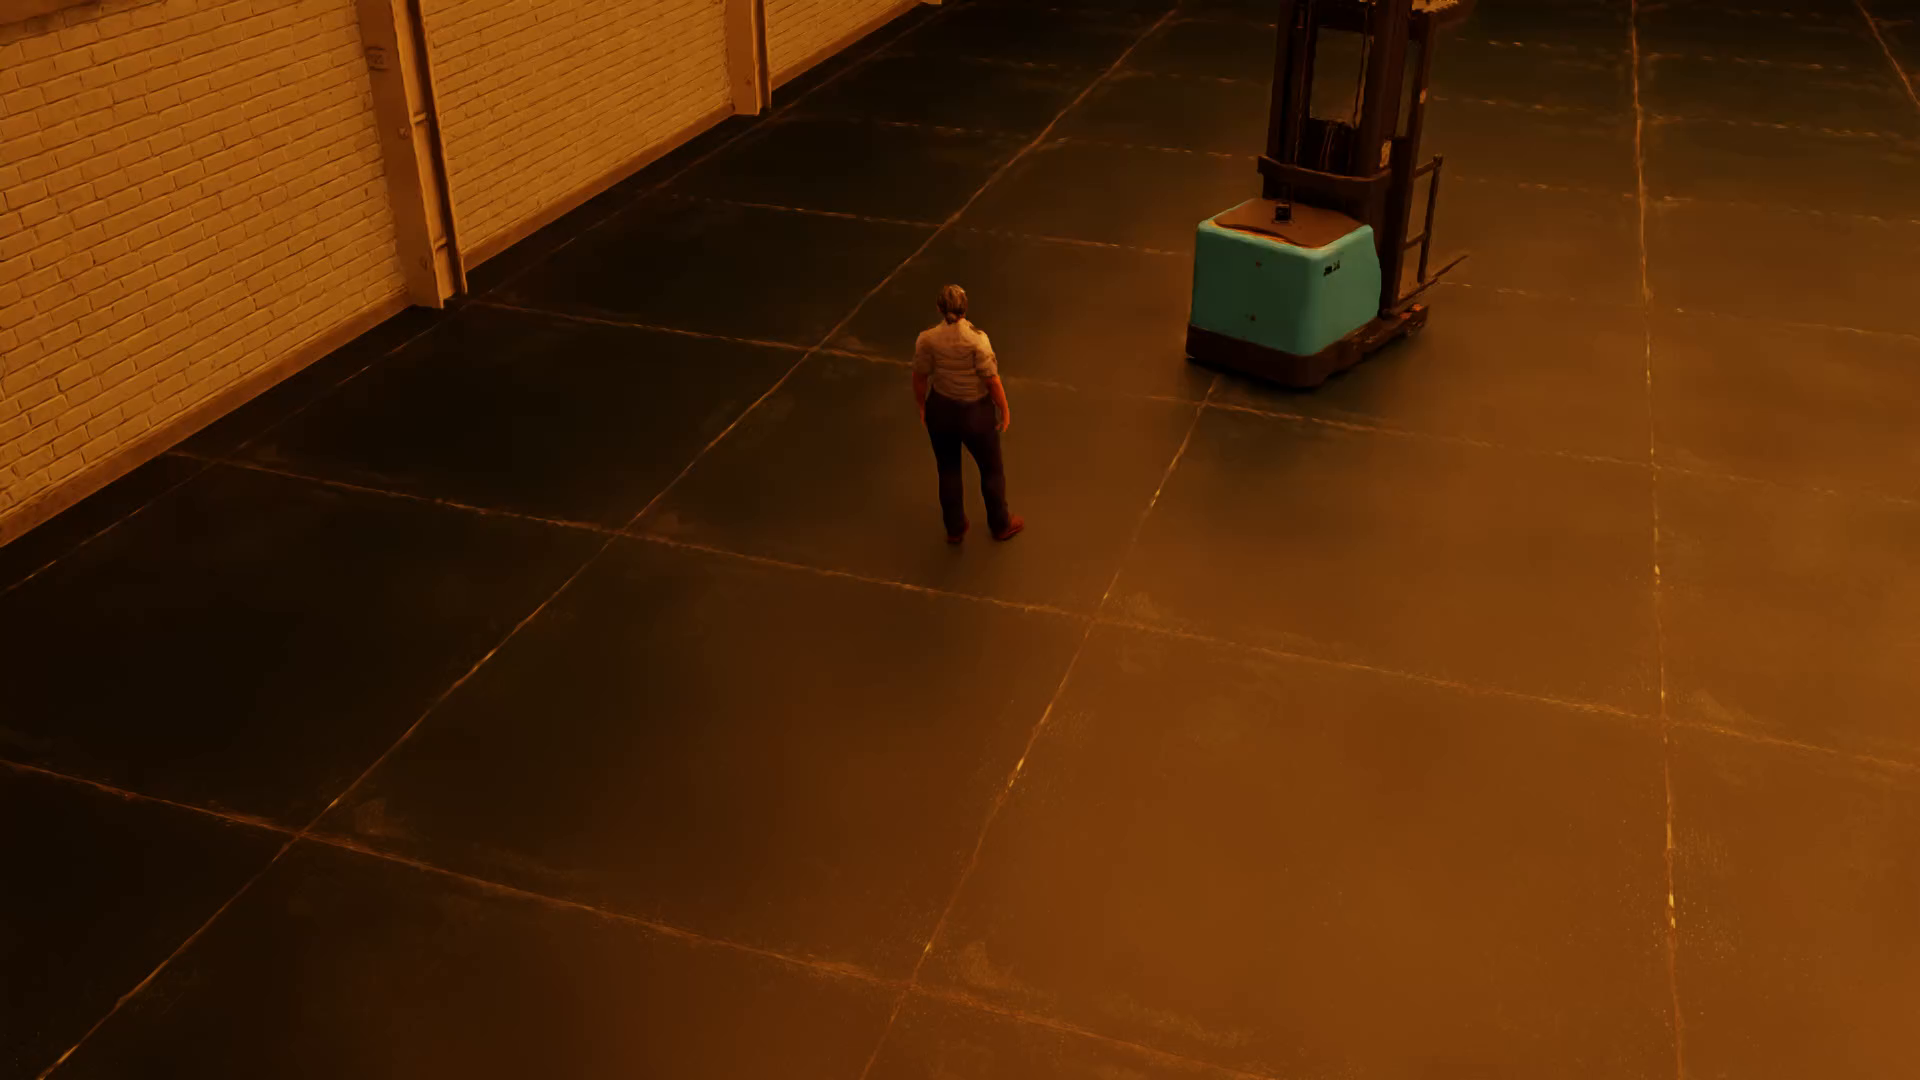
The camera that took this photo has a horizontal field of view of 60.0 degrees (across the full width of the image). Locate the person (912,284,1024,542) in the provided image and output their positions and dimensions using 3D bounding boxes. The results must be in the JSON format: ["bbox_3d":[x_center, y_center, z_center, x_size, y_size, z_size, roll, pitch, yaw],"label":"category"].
[{"bbox_3d":[0.051,-0.756,9.755,0.599,1.640,0.502,10,31,16],"label":"person"}]

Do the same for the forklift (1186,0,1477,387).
[{"bbox_3d":[3.017,-3.018,12.430,1.130,2.935,3.031,23,37,34],"label":"forklift"}]
